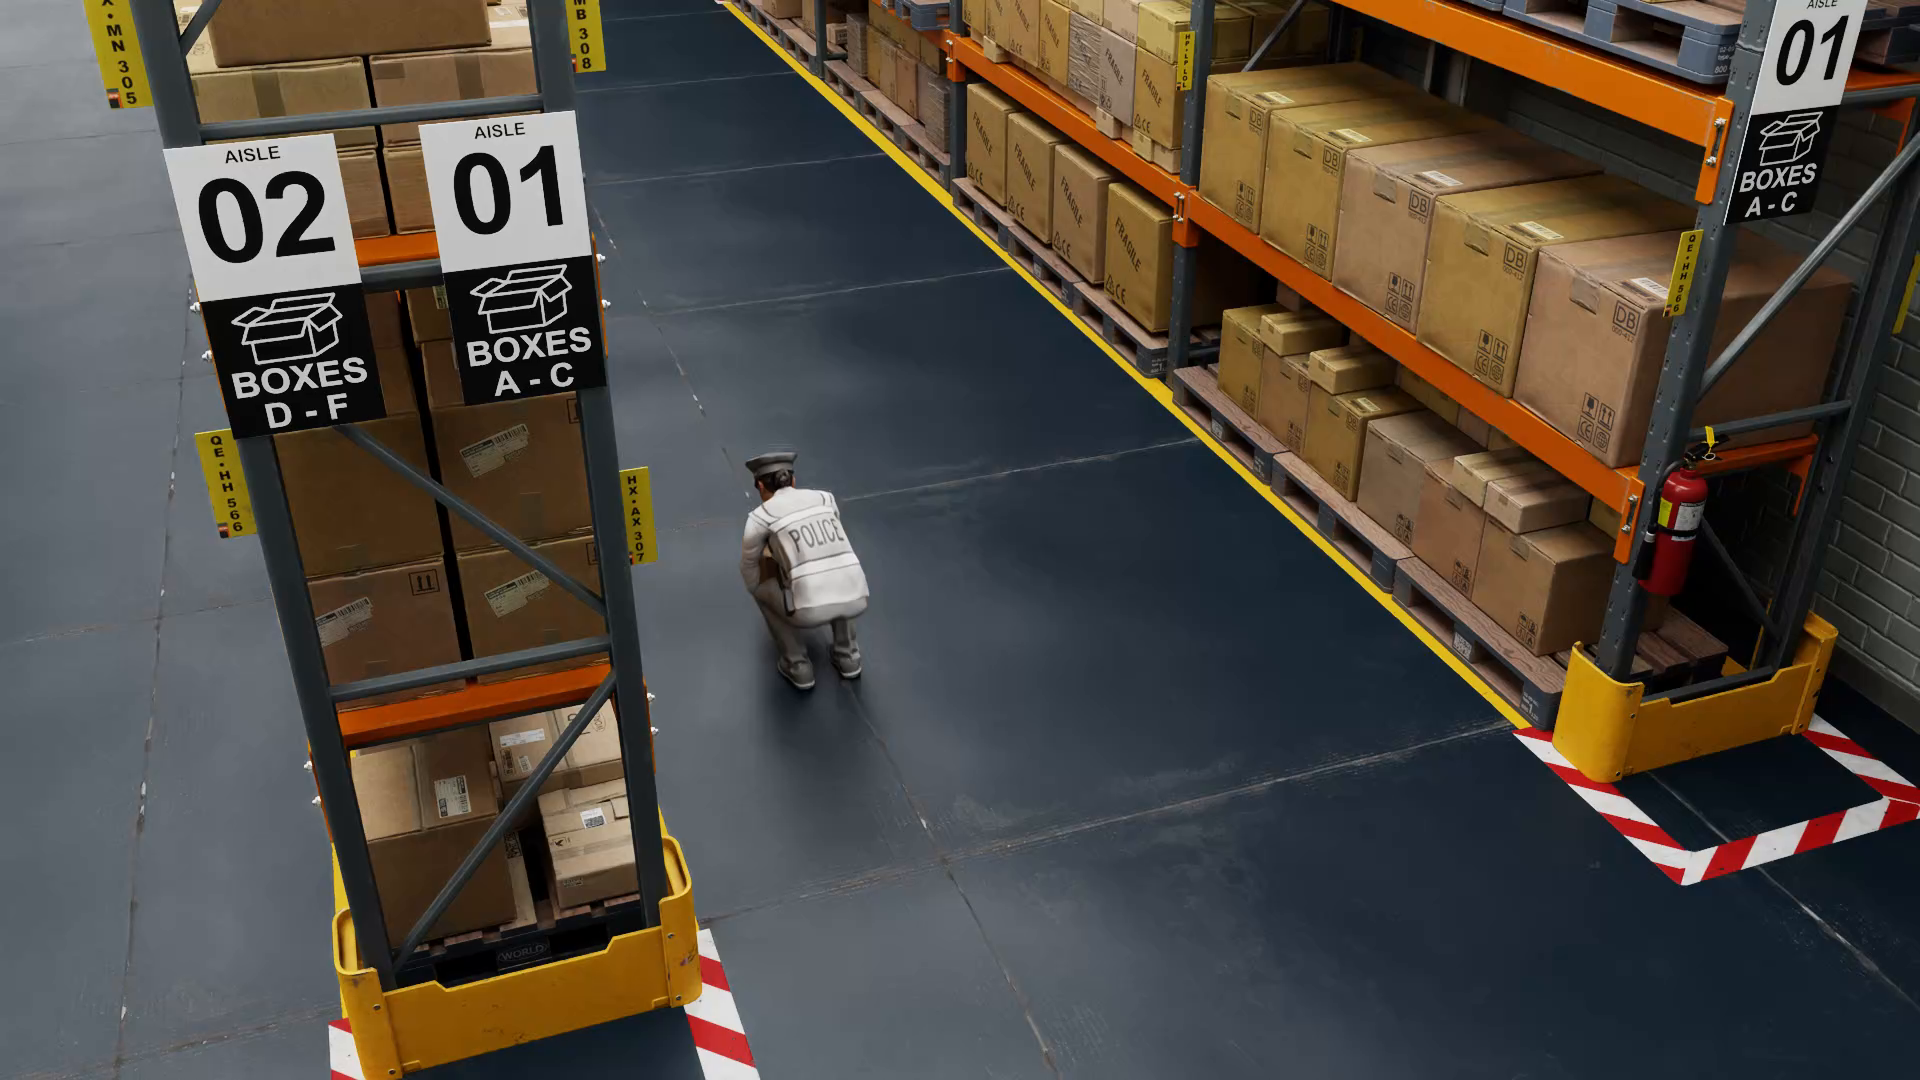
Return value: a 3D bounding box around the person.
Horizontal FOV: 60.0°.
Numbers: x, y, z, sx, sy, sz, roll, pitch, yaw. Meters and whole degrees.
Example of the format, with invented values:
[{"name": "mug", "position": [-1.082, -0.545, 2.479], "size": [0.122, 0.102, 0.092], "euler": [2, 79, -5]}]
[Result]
[{"name": "person", "position": [-0.720, 0.134, 7.576], "size": [0.494, 0.994, 0.819], "euler": [-12, 32, -19]}]
